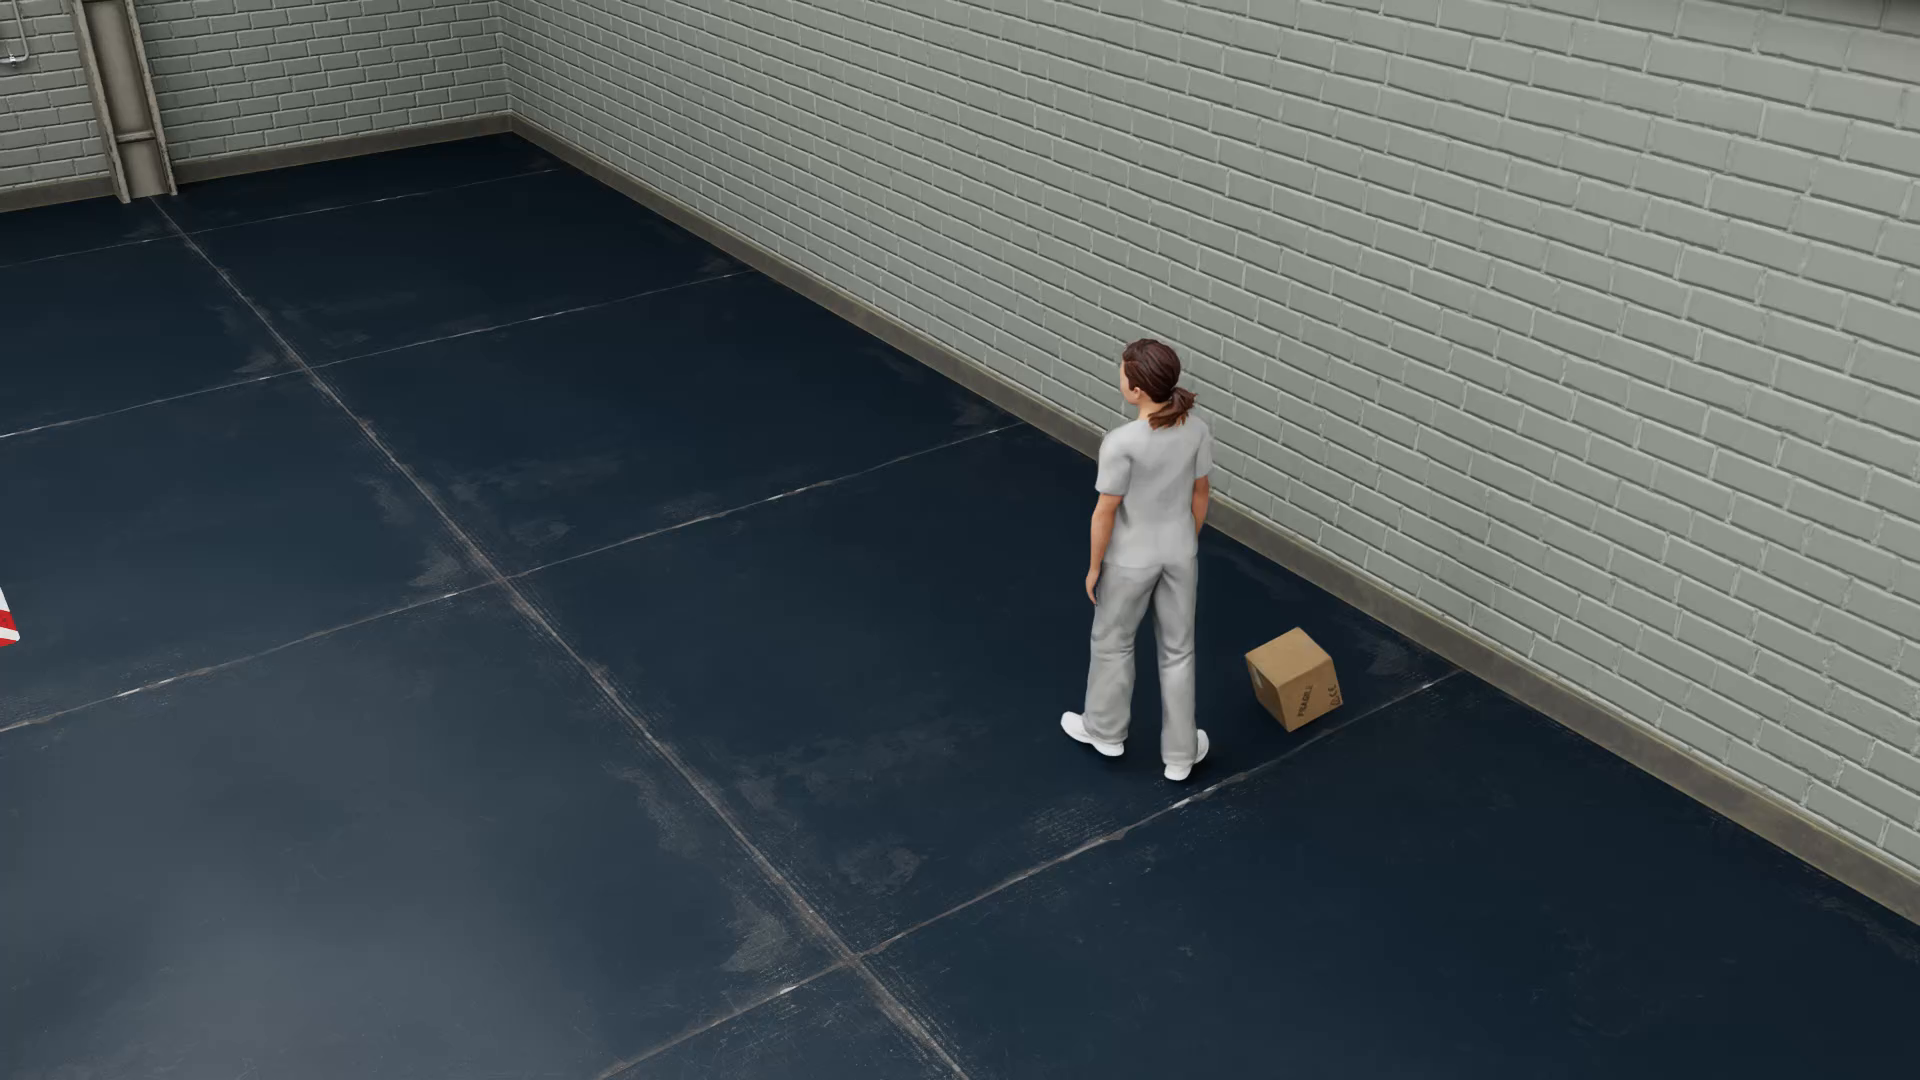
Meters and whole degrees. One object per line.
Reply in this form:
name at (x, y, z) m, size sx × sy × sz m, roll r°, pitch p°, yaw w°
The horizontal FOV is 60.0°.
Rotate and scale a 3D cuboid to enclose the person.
person at (0.686, 0.100, 5.996) m, size 0.508 × 1.619 × 0.540 m, roll -9°, pitch 30°, yaw -17°
